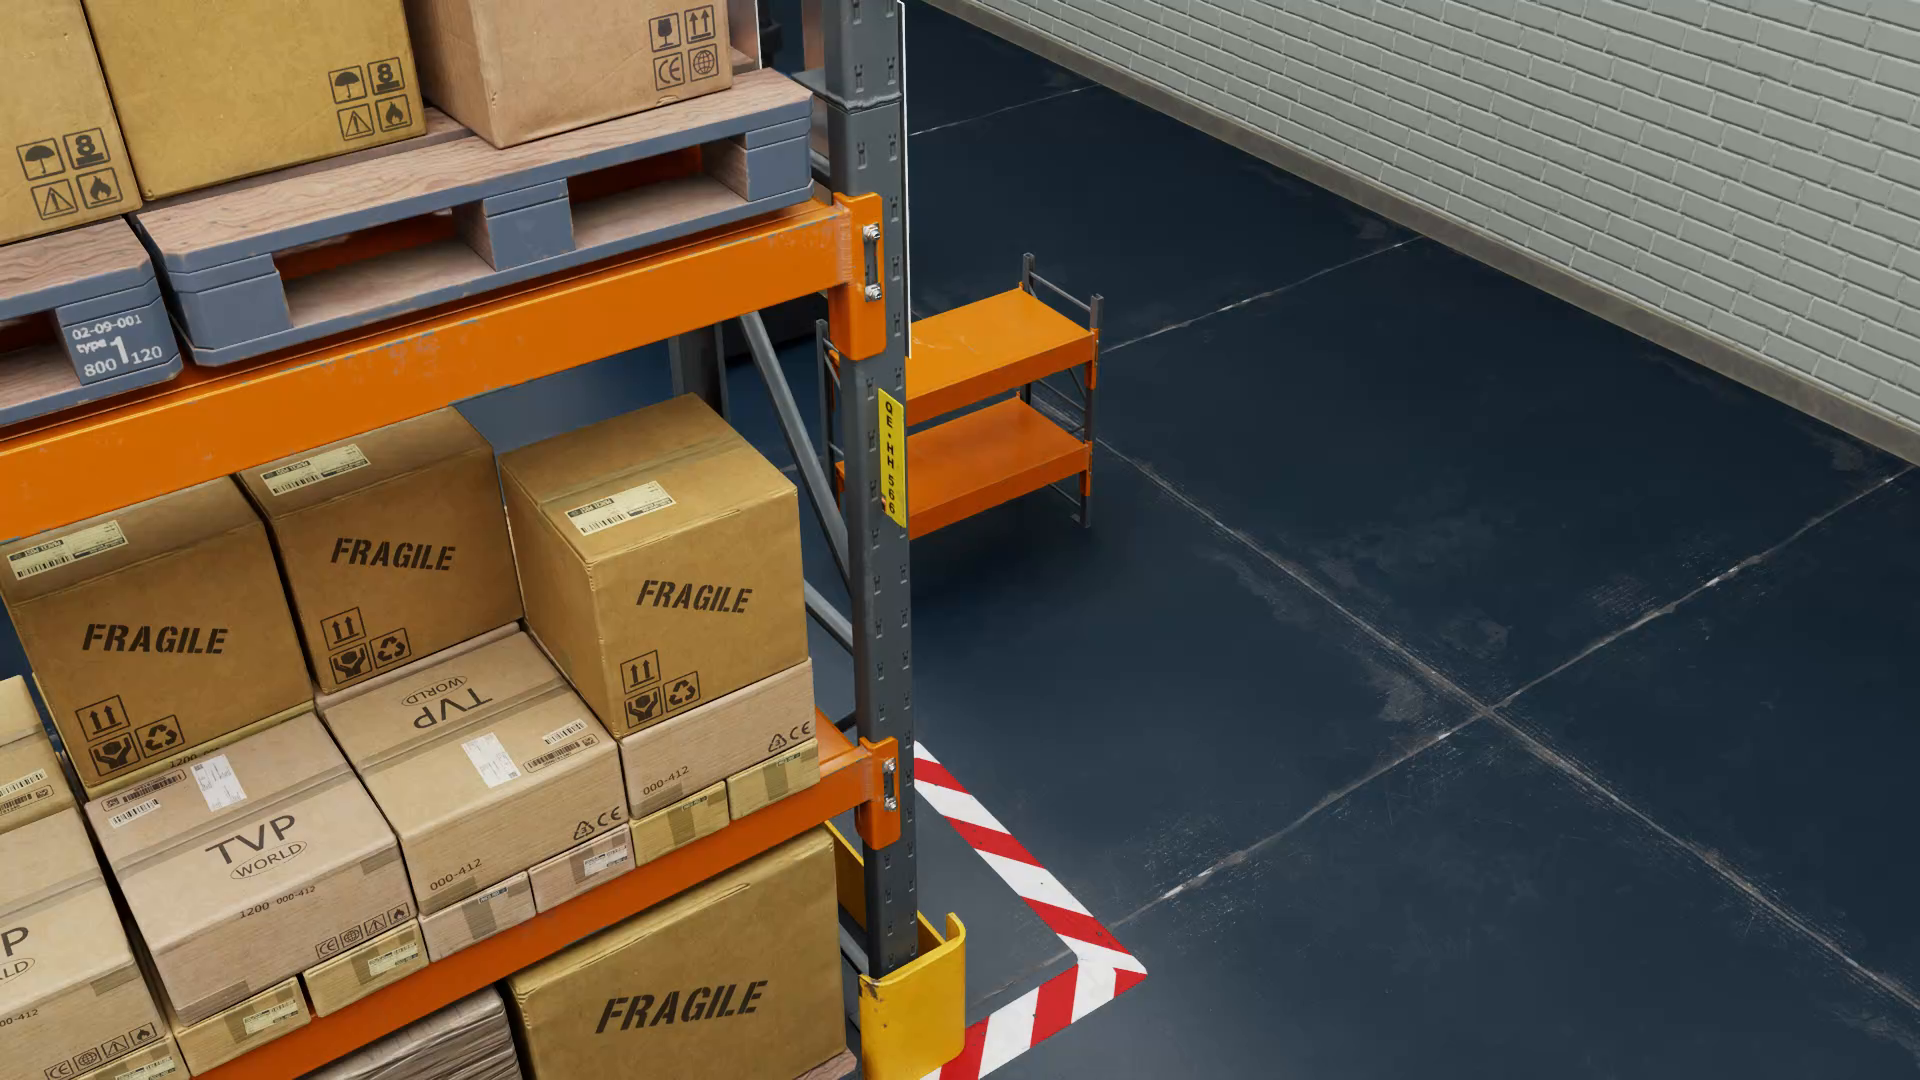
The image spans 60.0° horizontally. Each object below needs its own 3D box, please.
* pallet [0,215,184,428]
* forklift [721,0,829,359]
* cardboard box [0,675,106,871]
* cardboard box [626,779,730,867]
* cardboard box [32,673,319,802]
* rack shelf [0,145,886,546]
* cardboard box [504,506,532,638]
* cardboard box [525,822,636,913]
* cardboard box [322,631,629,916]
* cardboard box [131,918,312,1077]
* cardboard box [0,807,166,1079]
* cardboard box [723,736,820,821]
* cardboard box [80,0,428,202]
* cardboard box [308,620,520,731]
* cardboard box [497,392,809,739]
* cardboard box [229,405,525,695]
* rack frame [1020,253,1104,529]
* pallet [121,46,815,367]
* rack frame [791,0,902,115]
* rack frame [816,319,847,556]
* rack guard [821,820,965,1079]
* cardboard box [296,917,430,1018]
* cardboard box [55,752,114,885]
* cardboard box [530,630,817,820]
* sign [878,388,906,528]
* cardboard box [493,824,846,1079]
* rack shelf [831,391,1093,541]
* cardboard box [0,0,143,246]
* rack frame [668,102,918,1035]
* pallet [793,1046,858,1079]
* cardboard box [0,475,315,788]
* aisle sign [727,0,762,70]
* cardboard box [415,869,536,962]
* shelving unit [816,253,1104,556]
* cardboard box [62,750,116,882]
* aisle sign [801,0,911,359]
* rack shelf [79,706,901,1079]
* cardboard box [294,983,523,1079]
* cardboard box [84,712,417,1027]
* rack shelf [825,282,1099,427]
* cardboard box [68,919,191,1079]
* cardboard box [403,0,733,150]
[{"bbox_3d":[-2.054,-0.394,2.736,1.213,0.211,1.003,-22,41,-28],"label":"pallet"},{"bbox_3d":[-1.696,-2.906,8.780,1.130,2.935,3.031,-21,41,-26],"label":"forklift"},{"bbox_3d":[-2.260,0.617,3.697,0.500,0.250,0.500,-23,42,-29],"label":"cardboard box"},{"bbox_3d":[-0.768,0.588,4.079,0.250,0.149,0.380,-22,41,-27],"label":"cardboard box"},{"bbox_3d":[-1.837,0.439,3.945,0.500,0.250,0.500,-24,42,-29],"label":"cardboard box"},{"bbox_3d":[-2.090,-0.132,2.912,4.000,0.370,1.077,-22,41,-28],"label":"rack shelf"},{"bbox_3d":[-1.003,0.093,4.425,0.500,0.250,0.500,-24,42,-29],"label":"cardboard box"},{"bbox_3d":[-0.975,0.672,3.962,0.250,0.149,0.380,-22,41,-28],"label":"cardboard box"},{"bbox_3d":[-1.113,0.521,3.831,0.500,0.250,0.500,-23,42,-29],"label":"cardboard box"},{"bbox_3d":[-1.602,0.931,3.601,0.250,0.149,0.380,-22,41,-28],"label":"cardboard box"},{"bbox_3d":[-1.953,0.869,3.346,0.500,0.250,0.500,-22,41,-28],"label":"cardboard box"},{"bbox_3d":[-0.557,0.500,4.202,0.250,0.149,0.380,-22,41,-27],"label":"cardboard box"},{"bbox_3d":[-1.379,-1.017,2.995,0.500,0.500,0.700,-24,42,-29],"label":"cardboard box"},{"bbox_3d":[-1.424,0.271,4.177,0.500,0.250,0.500,-23,42,-28],"label":"cardboard box"},{"bbox_3d":[-0.702,0.046,3.849,0.500,0.500,0.500,-22,41,-27],"label":"cardboard box"},{"bbox_3d":[-1.412,-0.043,3.972,0.500,0.500,0.500,-23,42,-29],"label":"cardboard box"},{"bbox_3d":[0.421,-0.630,7.162,0.032,1.125,0.500,-22,41,-28],"label":"rack frame"},{"bbox_3d":[-1.056,-0.807,3.309,1.213,0.211,1.003,-22,41,-28],"label":"pallet"},{"bbox_3d":[-0.455,-2.315,2.762,0.127,3.000,1.000,-22,41,-28],"label":"rack frame"},{"bbox_3d":[-0.410,-0.288,6.687,0.032,1.125,0.500,-22,41,-28],"label":"rack frame"},{"bbox_3d":[-0.436,1.127,5.254,0.348,0.500,1.175,-22,41,-28],"label":"rack guard"},{"bbox_3d":[-1.391,0.844,3.723,0.250,0.149,0.380,-23,42,-29],"label":"cardboard box"},{"bbox_3d":[-2.192,0.703,3.919,0.250,0.149,0.380,-23,42,-29],"label":"cardboard box"},{"bbox_3d":[-0.698,0.350,4.067,0.500,0.250,0.500,-23,42,-29],"label":"cardboard box"},{"bbox_3d":[-0.154,-0.182,3.739,0.005,0.325,0.100,-22,41,-28],"label":"sign"},{"bbox_3d":[-0.932,1.066,4.659,0.875,0.875,0.875,-22,41,-28],"label":"cardboard box"},{"bbox_3d":[0.006,-0.260,7.067,1.000,0.278,0.538,-22,41,-28],"label":"rack shelf"},{"bbox_3d":[-1.774,-0.820,2.721,0.500,0.500,0.700,-25,43,-31],"label":"cardboard box"},{"bbox_3d":[-0.455,0.121,4.513,0.127,3.000,1.000,-22,41,-28],"label":"rack frame"},{"bbox_3d":[-1.064,1.559,4.902,1.213,0.211,1.003,-22,41,-28],"label":"pallet"},{"bbox_3d":[-1.832,0.134,3.726,0.500,0.500,0.500,-24,42,-29],"label":"cardboard box"},{"bbox_3d":[-0.569,-1.102,3.987,0.004,0.787,0.394,-22,41,-28],"label":"aisle sign"},{"bbox_3d":[-1.179,0.756,3.846,0.250,0.149,0.380,-22,41,-27],"label":"cardboard box"},{"bbox_3d":[0.006,-0.459,6.925,1.048,1.125,0.538,-22,41,-28],"label":"shelving unit"},{"bbox_3d":[-1.985,0.618,4.037,0.250,0.149,0.380,-23,42,-28],"label":"cardboard box"},{"bbox_3d":[-0.224,-0.816,3.589,0.004,0.787,0.394,-22,41,-28],"label":"aisle sign"},{"bbox_3d":[-2.090,1.085,3.788,4.000,0.370,1.077,-22,41,-28],"label":"rack shelf"},{"bbox_3d":[-1.676,1.372,4.233,0.875,0.875,0.875,-22,41,-28],"label":"cardboard box"},{"bbox_3d":[-1.529,0.692,3.592,0.500,0.250,0.500,-24,42,-29],"label":"cardboard box"},{"bbox_3d":[0.006,-0.697,6.754,1.000,0.278,0.538,-22,41,-28],"label":"rack shelf"},{"bbox_3d":[-1.806,1.014,3.487,0.250,0.149,0.380,-22,41,-27],"label":"cardboard box"},{"bbox_3d":[-0.849,-1.148,3.178,0.500,0.500,0.700,-25,43,-30],"label":"cardboard box"}]
